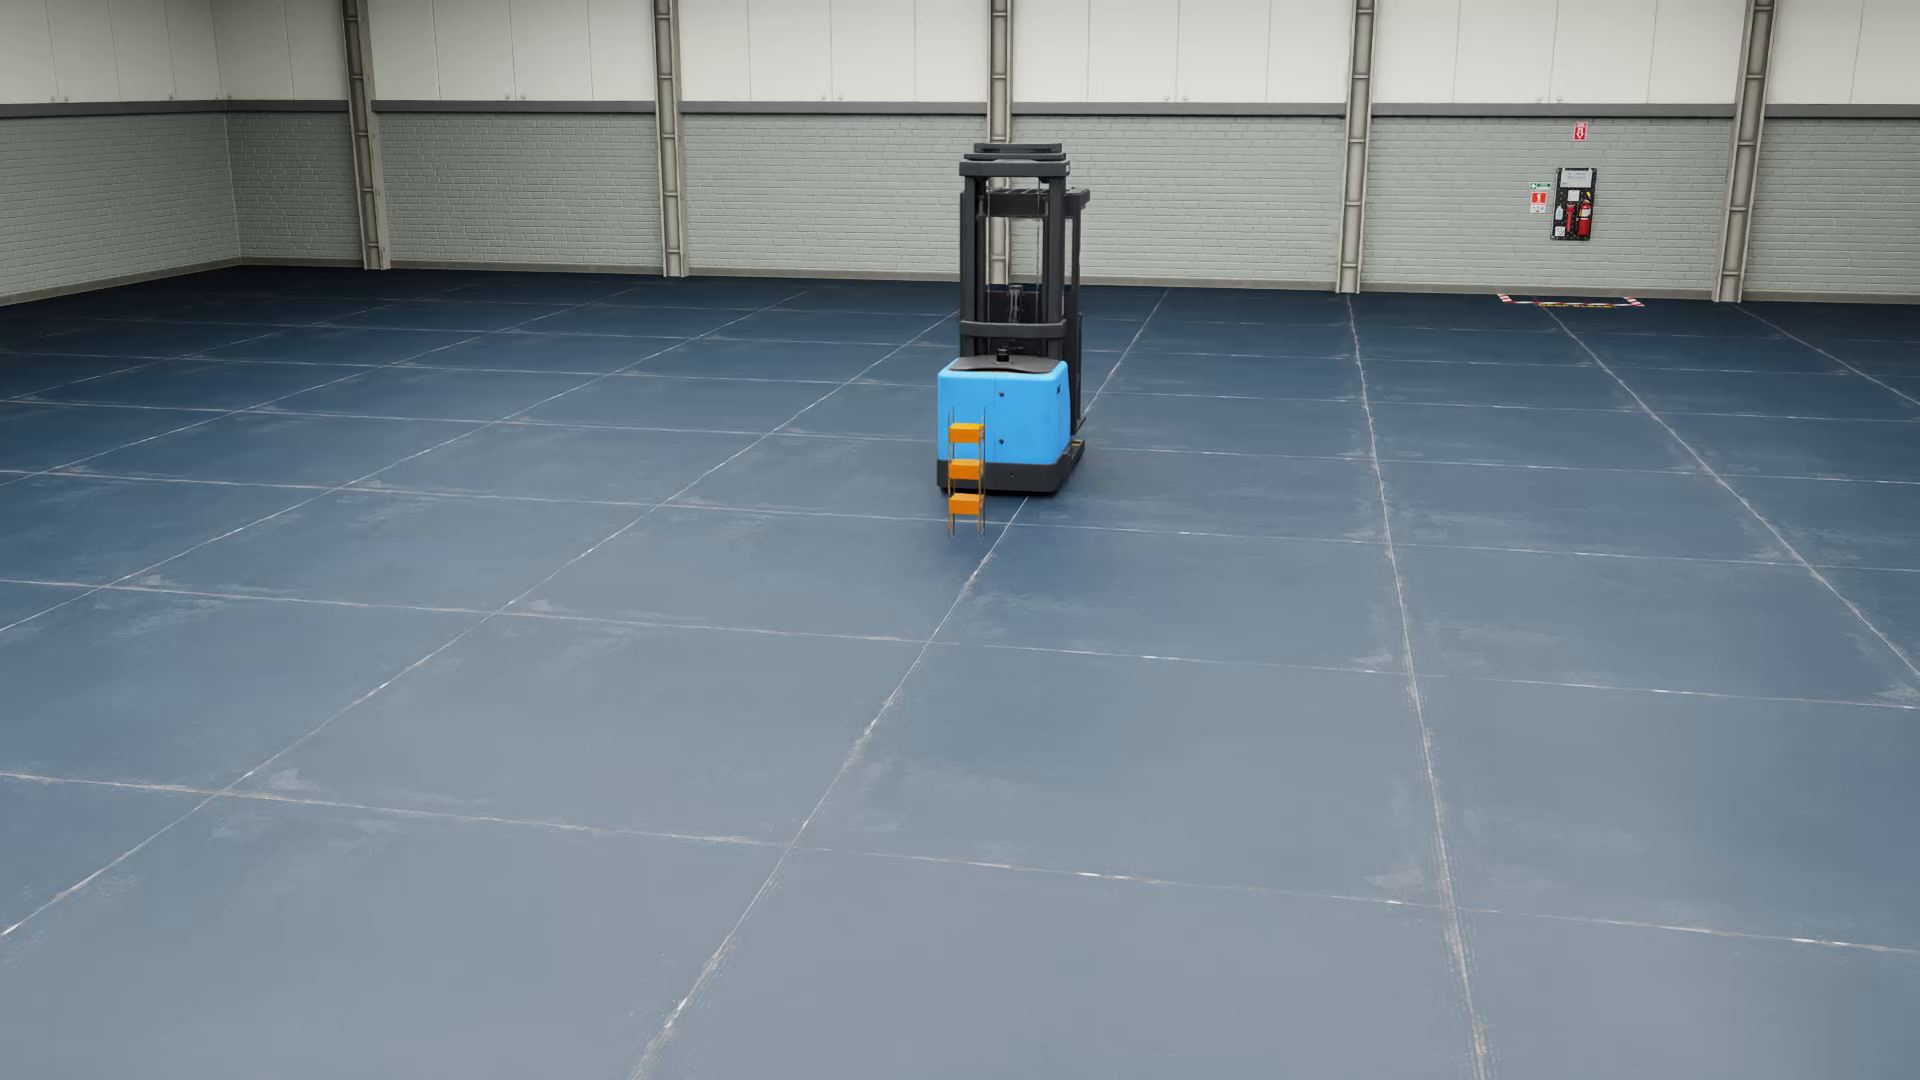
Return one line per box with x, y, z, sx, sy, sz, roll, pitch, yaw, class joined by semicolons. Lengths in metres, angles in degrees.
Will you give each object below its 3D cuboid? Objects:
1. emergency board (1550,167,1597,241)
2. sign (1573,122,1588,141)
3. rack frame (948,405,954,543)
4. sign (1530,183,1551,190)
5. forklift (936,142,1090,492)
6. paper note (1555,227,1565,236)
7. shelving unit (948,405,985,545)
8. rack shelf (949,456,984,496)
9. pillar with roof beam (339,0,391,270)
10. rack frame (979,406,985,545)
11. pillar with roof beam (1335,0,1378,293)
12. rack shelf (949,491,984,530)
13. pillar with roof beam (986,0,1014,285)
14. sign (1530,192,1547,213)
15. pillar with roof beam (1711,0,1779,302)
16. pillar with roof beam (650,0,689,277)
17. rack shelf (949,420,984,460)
10.030;-5.474;27.133;0.643;1.169;0.194;3;16;11;emergency board
10.042;-6.617;26.919;0.199;0.298;0.001;3;16;11;sign
-0.067;-0.510;12.865;0.008;1.050;0.200;3;16;11;rack frame
9.512;-5.800;27.252;0.331;0.109;0.001;3;16;11;sign
0.586;-2.170;15.335;1.130;2.935;3.031;3;16;11;forklift
9.871;-5.077;27.350;0.142;0.148;0.016;3;16;11;paper note
0.052;-0.503;12.842;0.252;1.050;0.215;3;16;11;shelving unit
0.052;-0.493;12.844;0.240;0.259;0.215;3;16;11;rack shelf
-11.932;-8.374;26.365;0.400;9.000;9.100;3;16;11;pillar with roof beam
0.172;-0.497;12.818;0.008;1.050;0.200;3;16;11;rack frame
5.707;-7.416;22.908;0.400;9.000;9.100;3;16;11;pillar with roof beam
0.052;-0.225;12.919;0.240;0.259;0.215;3;16;11;rack shelf
-0.173;-7.735;24.060;0.400;9.000;9.100;3;16;11;pillar with roof beam
9.509;-5.547;27.332;0.234;0.329;0.001;3;16;11;sign
11.586;-7.097;21.756;0.400;9.000;9.100;3;16;11;pillar with roof beam
-6.053;-8.055;25.213;0.400;9.000;9.100;3;16;11;pillar with roof beam
0.052;-0.766;12.769;0.240;0.259;0.215;3;16;11;rack shelf
